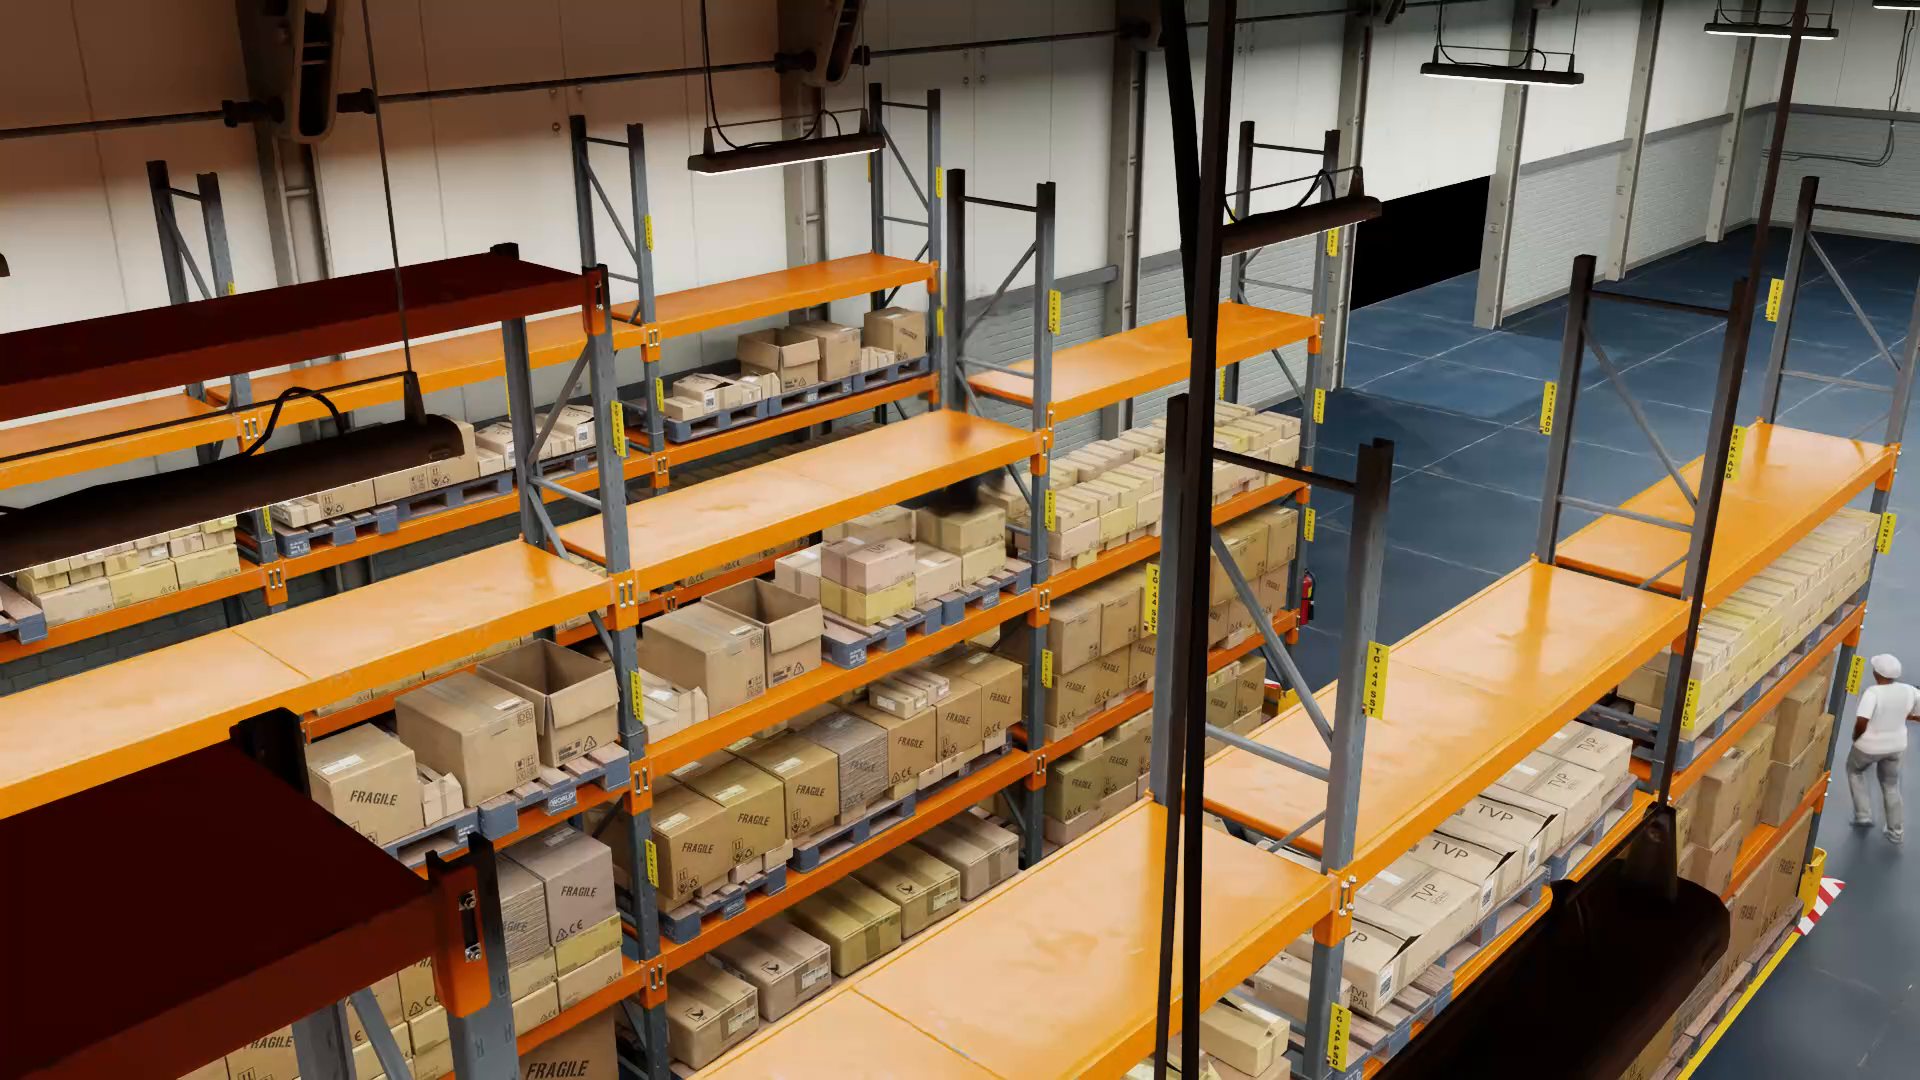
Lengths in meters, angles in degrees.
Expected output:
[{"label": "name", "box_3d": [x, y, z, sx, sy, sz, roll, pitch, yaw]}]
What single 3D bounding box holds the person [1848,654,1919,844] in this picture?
[{"label": "person", "box_3d": [8.171, 1.881, 14.799, 0.665, 1.819, 0.632, 1, 21, 3]}]
